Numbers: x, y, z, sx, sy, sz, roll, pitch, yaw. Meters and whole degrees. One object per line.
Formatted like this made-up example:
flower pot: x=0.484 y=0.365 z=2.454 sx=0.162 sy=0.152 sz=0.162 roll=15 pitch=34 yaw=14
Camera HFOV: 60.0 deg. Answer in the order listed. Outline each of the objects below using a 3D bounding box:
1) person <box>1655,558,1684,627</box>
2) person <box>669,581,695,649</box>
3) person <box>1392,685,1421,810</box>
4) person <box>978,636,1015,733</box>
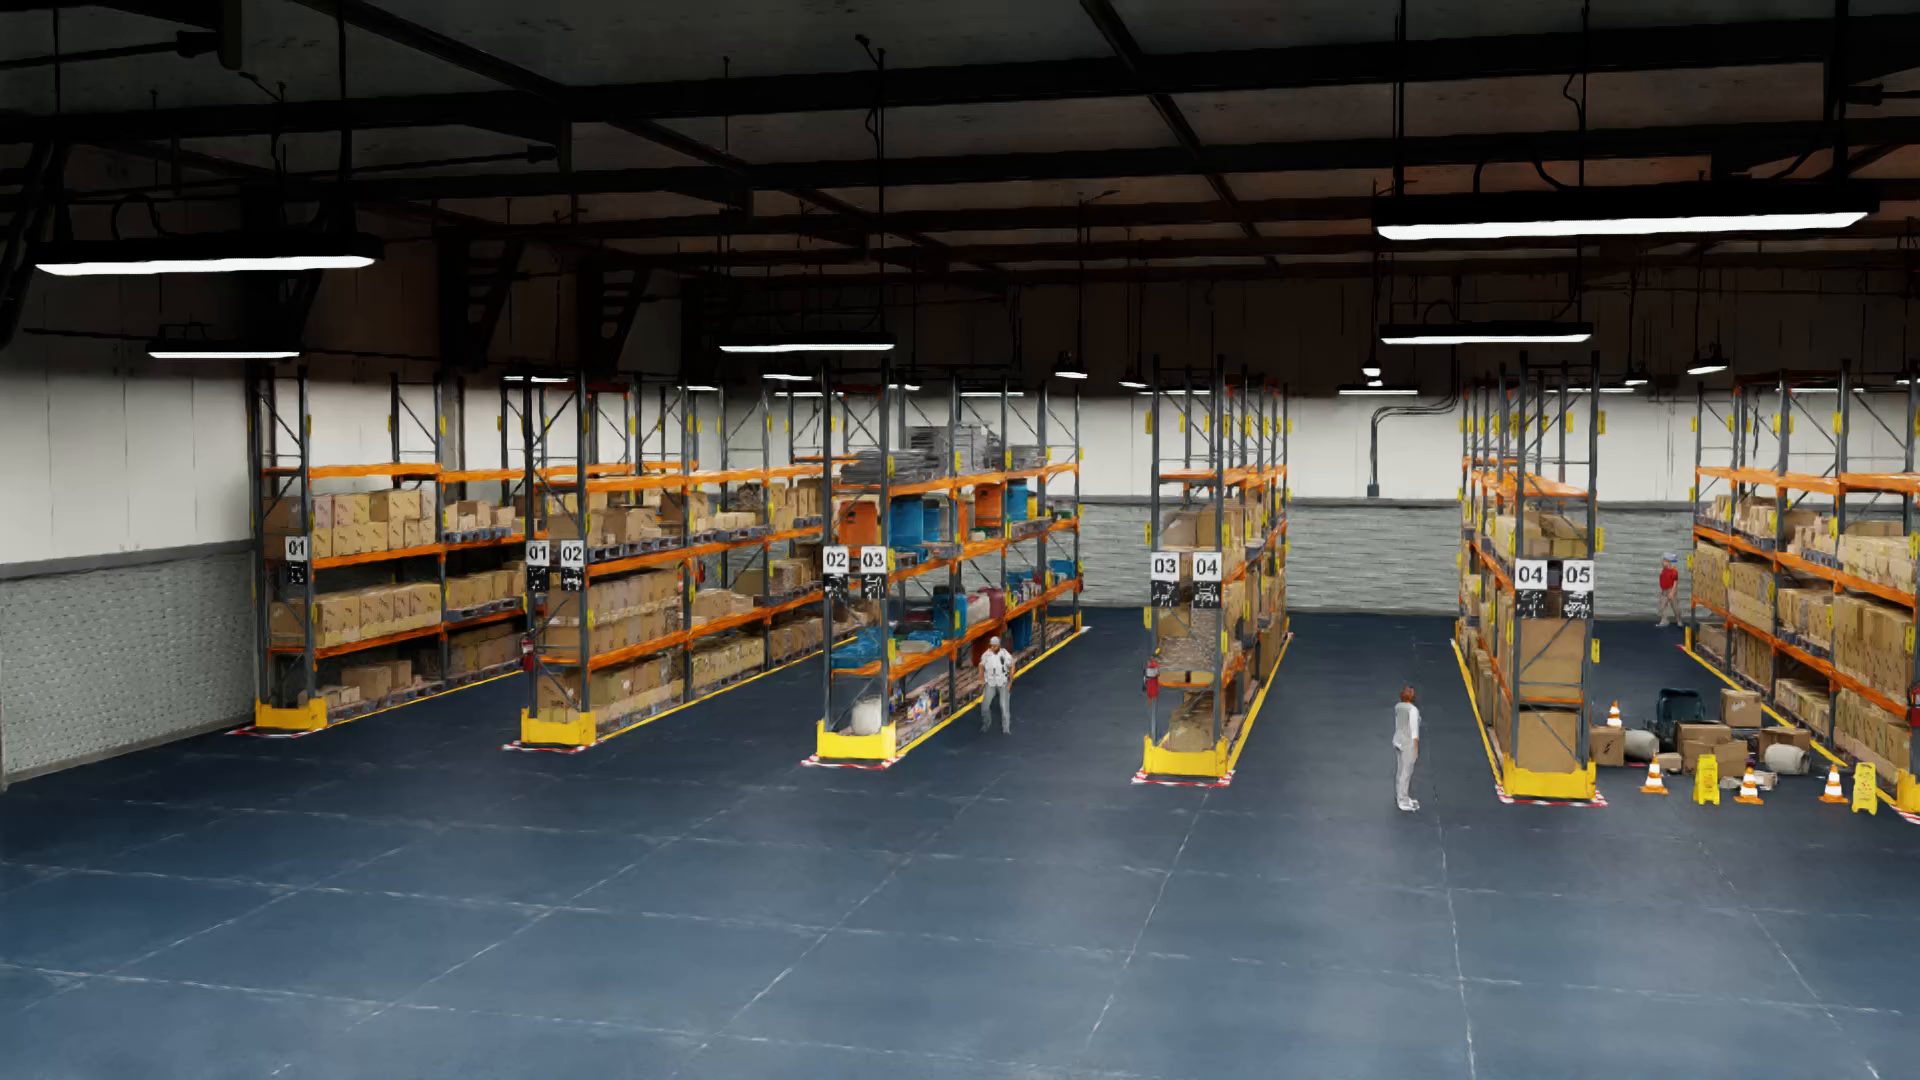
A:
person: x=17.630 y=1.305 z=41.263 sx=0.633 sy=1.707 sz=0.584 roll=-1 pitch=4 yaw=-19
person: x=-5.963 y=1.705 z=35.732 sx=0.543 sy=1.649 sz=1.119 roll=1 pitch=4 yaw=12
person: x=5.858 y=2.693 z=21.735 sx=0.405 sy=1.600 sz=0.468 roll=-1 pitch=4 yaw=-17
person: x=0.589 y=2.343 z=27.021 sx=0.625 sy=1.611 sz=0.582 roll=1 pitch=4 yaw=12
